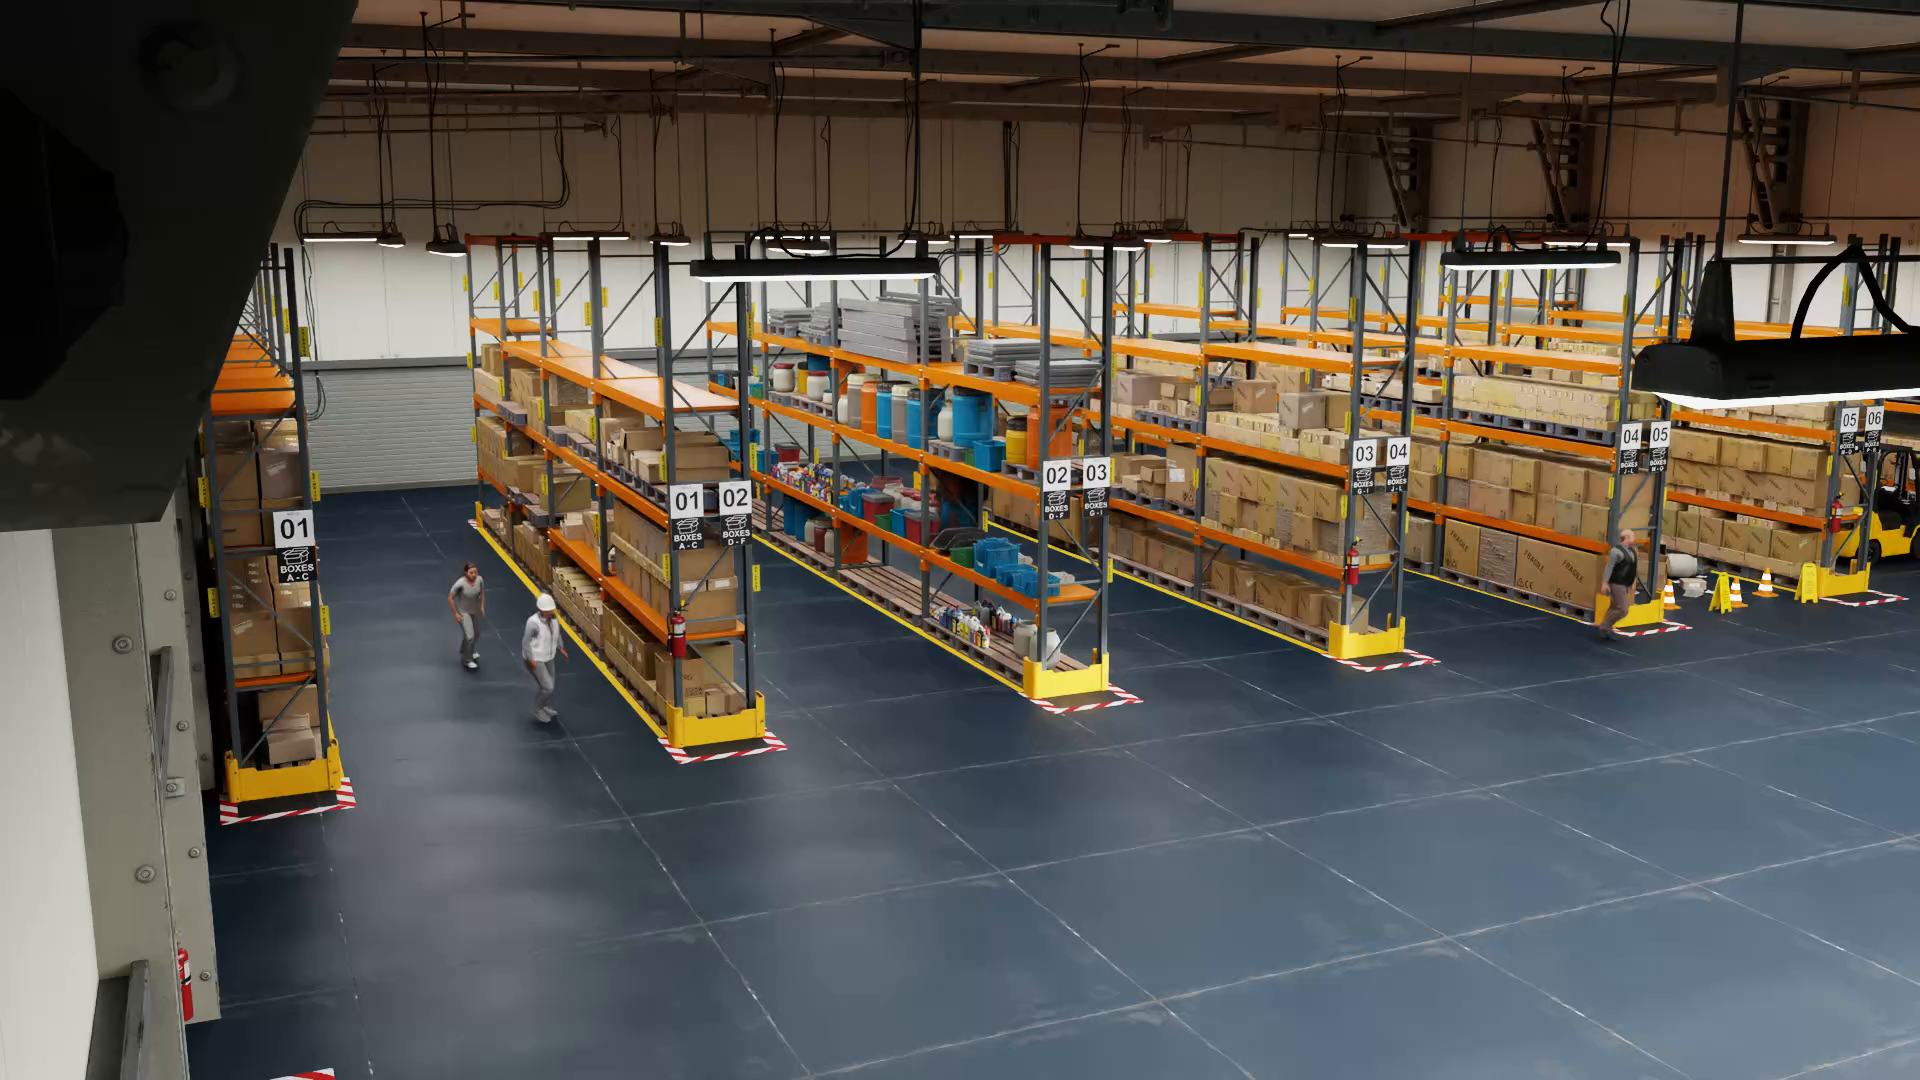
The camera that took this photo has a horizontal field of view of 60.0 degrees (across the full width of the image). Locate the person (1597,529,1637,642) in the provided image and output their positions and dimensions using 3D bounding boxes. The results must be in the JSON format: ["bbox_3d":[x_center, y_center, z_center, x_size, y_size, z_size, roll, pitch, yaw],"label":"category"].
[{"bbox_3d":[9.909,0.691,25.045,0.482,1.724,0.657,11,15,44],"label":"person"}]

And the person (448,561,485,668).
[{"bbox_3d":[-7.051,1.028,23.711,0.768,1.562,0.624,8,14,35],"label":"person"}]

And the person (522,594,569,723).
[{"bbox_3d":[-5.284,1.479,21.067,0.636,1.705,0.651,4,12,22],"label":"person"}]
